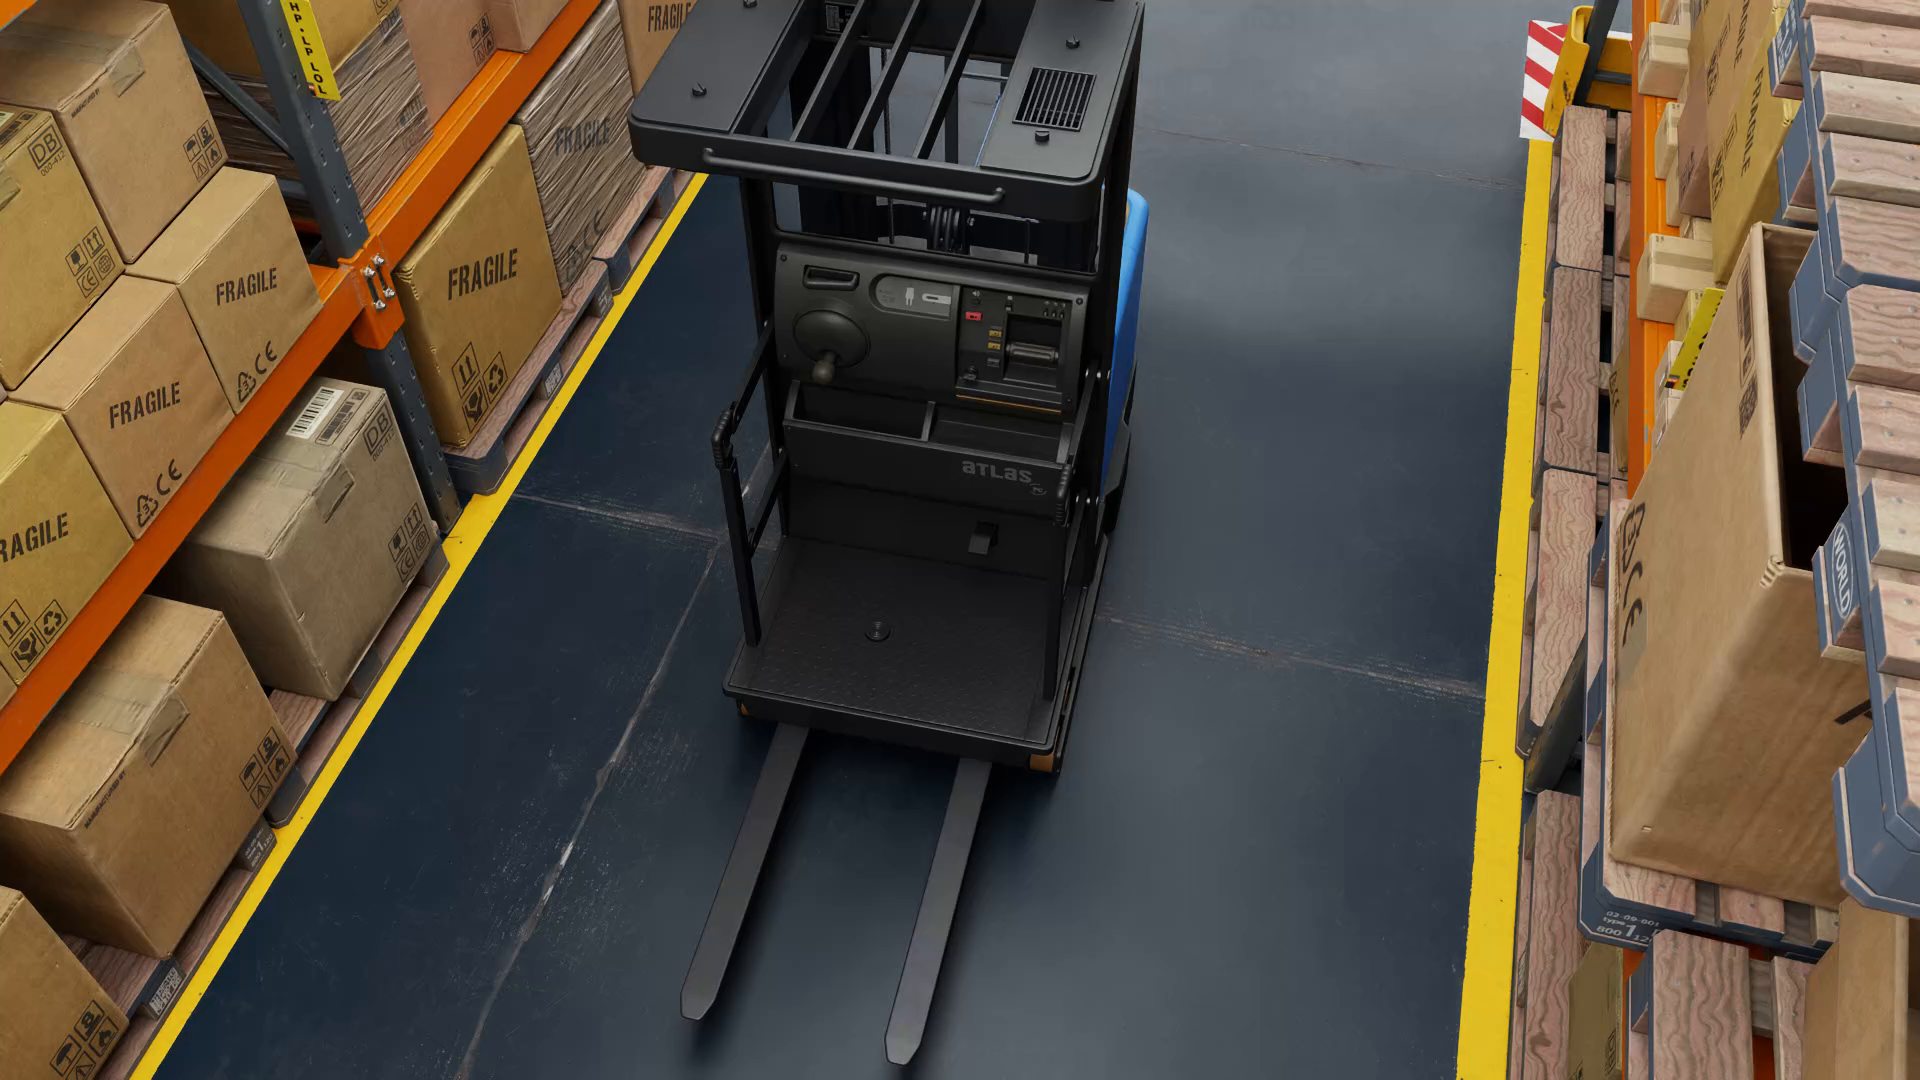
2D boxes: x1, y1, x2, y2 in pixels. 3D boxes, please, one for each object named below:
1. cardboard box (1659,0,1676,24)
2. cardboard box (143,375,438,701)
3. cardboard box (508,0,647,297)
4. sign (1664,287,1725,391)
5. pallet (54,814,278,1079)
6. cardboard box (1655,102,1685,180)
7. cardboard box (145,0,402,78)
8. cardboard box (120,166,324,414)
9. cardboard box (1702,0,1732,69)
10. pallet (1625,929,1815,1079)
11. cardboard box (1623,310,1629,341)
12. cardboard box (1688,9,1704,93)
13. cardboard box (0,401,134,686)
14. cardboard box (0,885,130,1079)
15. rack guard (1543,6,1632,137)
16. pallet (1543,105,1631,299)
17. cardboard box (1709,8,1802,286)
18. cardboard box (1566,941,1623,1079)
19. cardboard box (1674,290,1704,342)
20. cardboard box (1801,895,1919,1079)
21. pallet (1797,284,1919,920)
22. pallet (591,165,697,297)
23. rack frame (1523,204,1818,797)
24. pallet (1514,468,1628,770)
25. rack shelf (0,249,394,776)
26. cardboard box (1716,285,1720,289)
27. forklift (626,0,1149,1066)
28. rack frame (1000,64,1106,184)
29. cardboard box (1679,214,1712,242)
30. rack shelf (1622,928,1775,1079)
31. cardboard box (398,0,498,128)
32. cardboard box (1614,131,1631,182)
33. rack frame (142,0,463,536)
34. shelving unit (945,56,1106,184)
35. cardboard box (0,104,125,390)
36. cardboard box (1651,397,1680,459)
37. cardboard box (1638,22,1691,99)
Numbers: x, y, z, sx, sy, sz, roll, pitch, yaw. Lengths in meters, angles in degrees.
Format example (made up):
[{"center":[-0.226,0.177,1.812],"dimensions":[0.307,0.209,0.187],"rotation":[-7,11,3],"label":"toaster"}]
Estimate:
[{"center":[2.830,-2.032,6.210],"dimensions":[0.380,0.149,0.250],"rotation":[12,50,10],"label":"cardboard box"},{"center":[-2.470,-0.080,5.540],"dimensions":[1.050,0.750,0.750],"rotation":[11,50,10],"label":"cardboard box"},{"center":[-1.926,-1.682,6.870],"dimensions":[0.875,0.875,0.875],"rotation":[12,50,10],"label":"cardboard box"},{"center":[1.840,-0.488,4.103],"dimensions":[0.100,0.325,0.005],"rotation":[12,50,10],"label":"sign"},{"center":[-2.843,1.229,5.024],"dimensions":[1.003,0.211,1.213],"rotation":[12,50,10],"label":"pallet"},{"center":[2.547,-1.312,5.575],"dimensions":[0.380,0.149,0.250],"rotation":[12,50,10],"label":"cardboard box"},{"center":[-2.263,-1.819,5.034],"dimensions":[0.875,0.550,0.550],"rotation":[12,50,10],"label":"cardboard box"},{"center":[-2.272,-0.755,4.849],"dimensions":[0.500,0.500,0.500],"rotation":[11,50,10],"label":"cardboard box"},{"center":[2.481,-1.665,4.787],"dimensions":[0.500,0.500,0.500],"rotation":[12,50,10],"label":"cardboard box"},{"center":[1.794,1.417,3.127],"dimensions":[1.003,0.211,1.213],"rotation":[12,50,10],"label":"pallet"},{"center":[2.930,-0.968,6.491],"dimensions":[0.500,0.500,0.500],"rotation":[16,50,14],"label":"cardboard box"},{"center":[2.915,-1.634,5.427],"dimensions":[0.875,0.500,0.500],"rotation":[12,50,10],"label":"cardboard box"},{"center":[-2.538,-0.024,4.204],"dimensions":[0.500,0.500,0.500],"rotation":[12,50,10],"label":"cardboard box"},{"center":[-2.972,1.291,4.330],"dimensions":[1.050,0.750,0.750],"rotation":[12,50,11],"label":"cardboard box"},{"center":[3.398,-2.111,7.780],"dimensions":[1.175,0.500,0.348],"rotation":[12,50,10],"label":"rack guard"},{"center":[3.150,-1.435,7.376],"dimensions":[1.003,0.211,1.213],"rotation":[12,50,10],"label":"pallet"},{"center":[2.218,-0.942,4.149],"dimensions":[0.500,0.500,0.500],"rotation":[12,50,10],"label":"cardboard box"},{"center":[2.039,1.363,4.420],"dimensions":[0.700,0.500,0.500],"rotation":[11,50,10],"label":"cardboard box"},{"center":[2.337,-0.578,4.927],"dimensions":[0.380,0.149,0.250],"rotation":[12,50,10],"label":"cardboard box"},{"center":[1.998,0.999,3.019],"dimensions":[0.797,0.503,0.637],"rotation":[16,51,14],"label":"cardboard box"},{"center":[1.830,0.146,2.245],"dimensions":[1.213,0.211,1.003],"rotation":[12,50,10],"label":"pallet"},{"center":[-1.798,-1.649,7.565],"dimensions":[1.003,0.211,1.213],"rotation":[12,50,10],"label":"pallet"},{"center":[2.365,-0.100,4.338],"dimensions":[1.000,3.000,0.127],"rotation":[12,50,10],"label":"rack frame"},{"center":[2.508,0.330,5.818],"dimensions":[1.003,0.211,1.213],"rotation":[12,50,10],"label":"pallet"},{"center":[-2.919,0.533,4.259],"dimensions":[1.077,0.370,4.000],"rotation":[12,50,10],"label":"rack shelf"},{"center":[2.709,-0.899,4.778],"dimensions":[0.875,0.500,0.500],"rotation":[12,50,10],"label":"cardboard box"},{"center":[-0.138,-0.513,4.748],"dimensions":[1.130,2.935,3.031],"rotation":[10,49,8],"label":"forklift"},{"center":[0.418,-1.920,6.944],"dimensions":[0.500,1.500,0.032],"rotation":[10,49,8],"label":"rack frame"},{"center":[2.488,-0.936,5.243],"dimensions":[0.380,0.149,0.250],"rotation":[12,50,10],"label":"cardboard box"},{"center":[1.839,1.585,3.330],"dimensions":[1.077,0.370,4.000],"rotation":[12,50,10],"label":"rack shelf"},{"center":[-2.185,-1.873,5.802],"dimensions":[0.875,0.550,0.550],"rotation":[12,50,10],"label":"cardboard box"},{"center":[3.238,-1.857,7.275],"dimensions":[0.500,0.500,0.500],"rotation":[20,52,17],"label":"cardboard box"},{"center":[-2.393,-1.152,5.266],"dimensions":[1.000,3.000,0.127],"rotation":[12,50,10],"label":"rack frame"},{"center":[0.306,-1.549,6.616],"dimensions":[0.538,1.500,1.048],"rotation":[10,49,8],"label":"shelving unit"},{"center":[-2.651,-0.783,4.207],"dimensions":[0.700,0.500,0.500],"rotation":[11,49,9],"label":"cardboard box"},{"center":[2.138,-0.230,4.620],"dimensions":[0.380,0.149,0.250],"rotation":[12,50,10],"label":"cardboard box"},{"center":[2.625,-1.685,5.904],"dimensions":[0.380,0.149,0.250],"rotation":[12,50,10],"label":"cardboard box"}]
